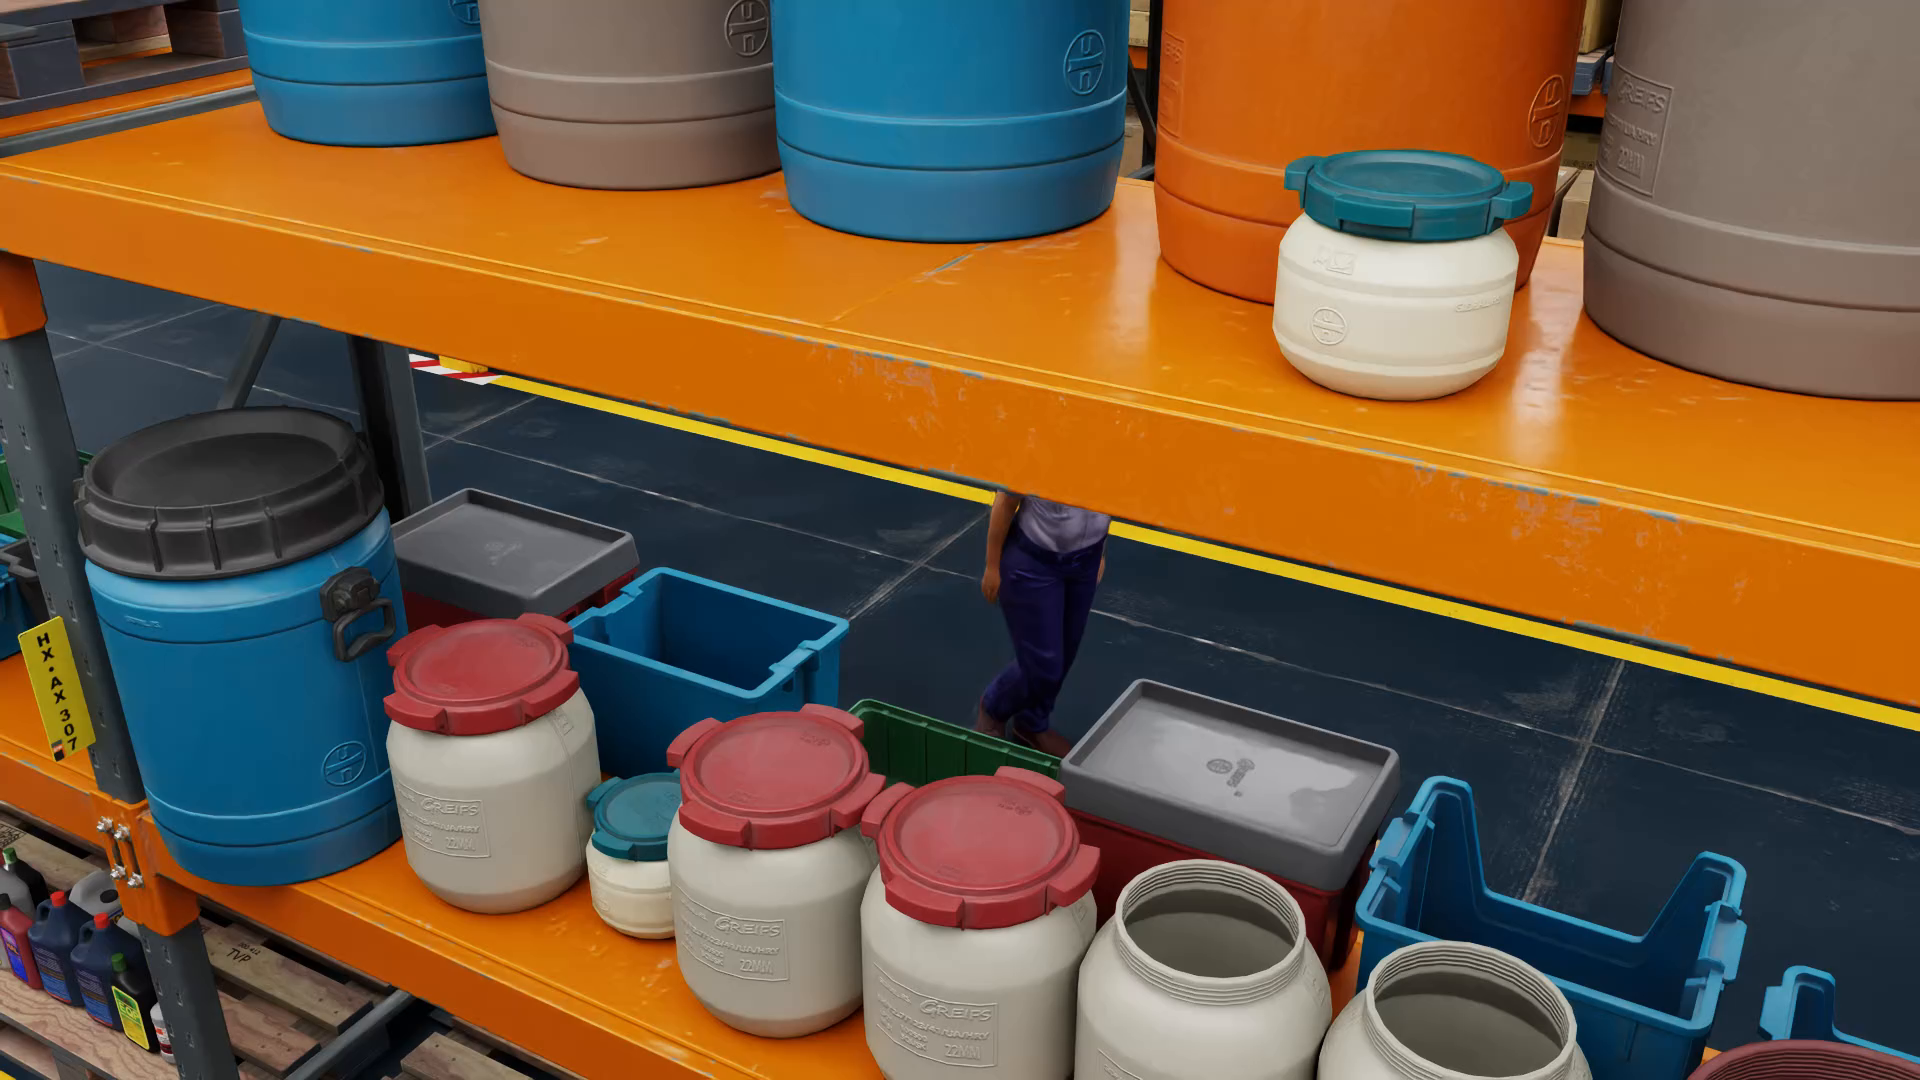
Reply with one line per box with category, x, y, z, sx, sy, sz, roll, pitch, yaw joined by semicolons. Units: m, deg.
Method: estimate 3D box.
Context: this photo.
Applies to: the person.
person;0.319;0.086;5.938;0.539;1.638;0.461;-19;33;-33
